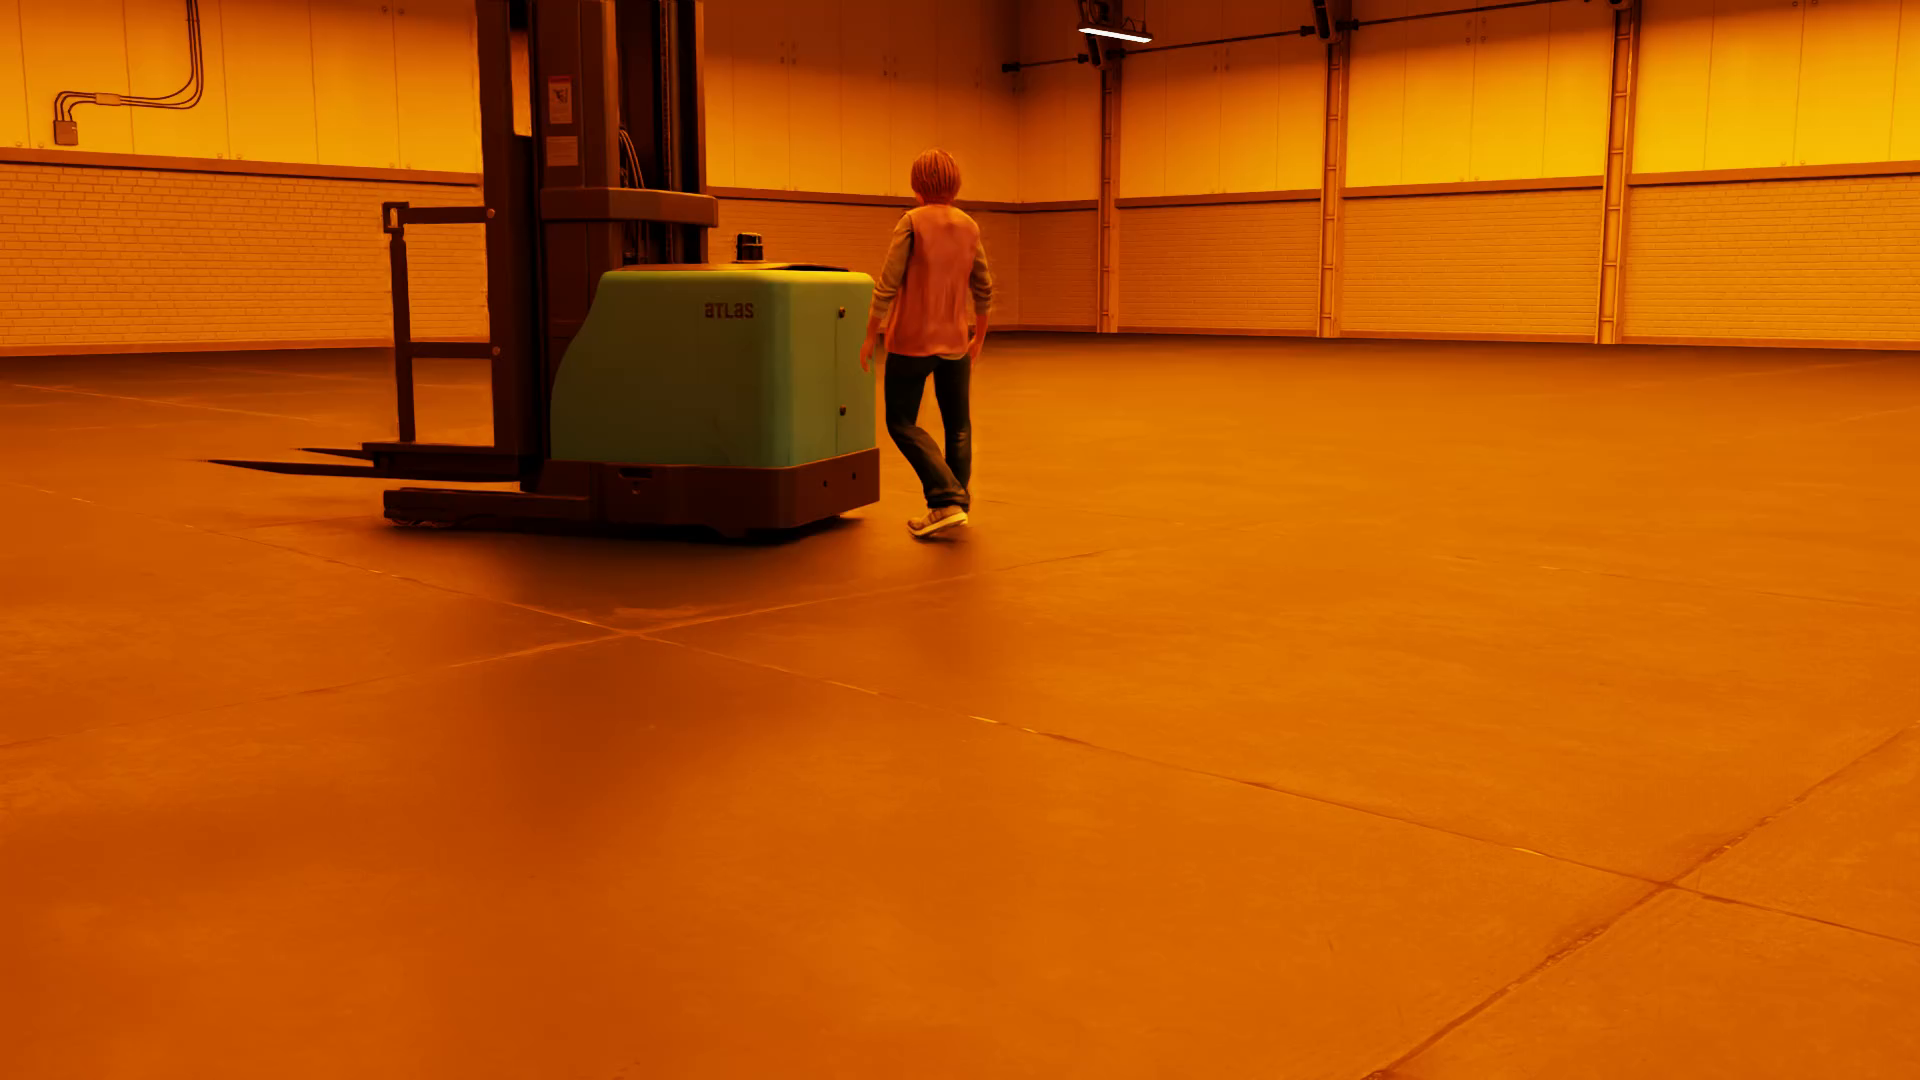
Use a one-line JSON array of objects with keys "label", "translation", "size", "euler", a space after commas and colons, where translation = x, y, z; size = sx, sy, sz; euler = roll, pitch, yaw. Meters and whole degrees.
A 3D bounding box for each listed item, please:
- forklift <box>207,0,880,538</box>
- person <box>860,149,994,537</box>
[{"label": "forklift", "translation": [-1.929, -1.565, 7.268], "size": [3.031, 2.935, 1.130], "euler": [3, 9, 20]}, {"label": "person", "translation": [-0.167, -0.807, 6.845], "size": [0.575, 1.547, 0.597], "euler": [-5, 10, -30]}]
